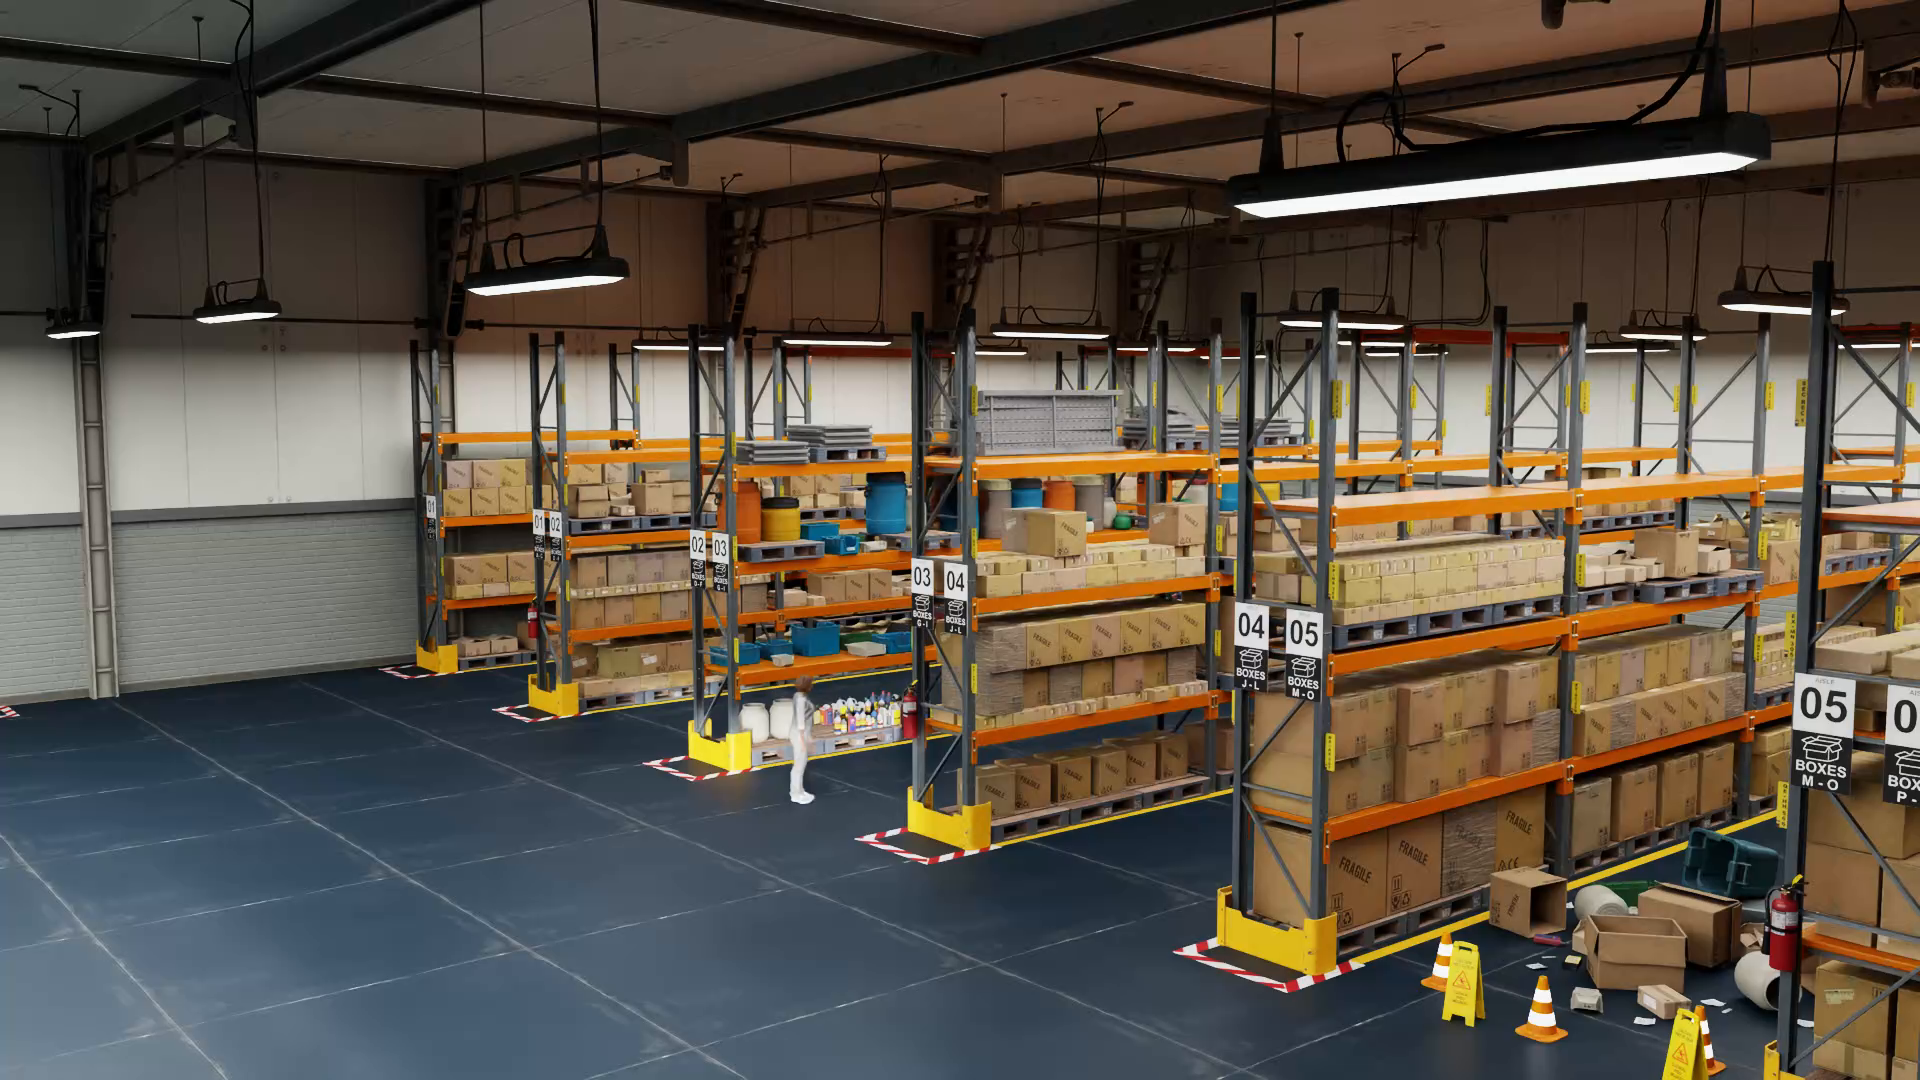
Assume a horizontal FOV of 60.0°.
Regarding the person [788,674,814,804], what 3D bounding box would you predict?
[{"bbox_3d":[-1.968,2.468,20.615,0.330,1.596,0.431,0,5,-5],"label":"person"}]
